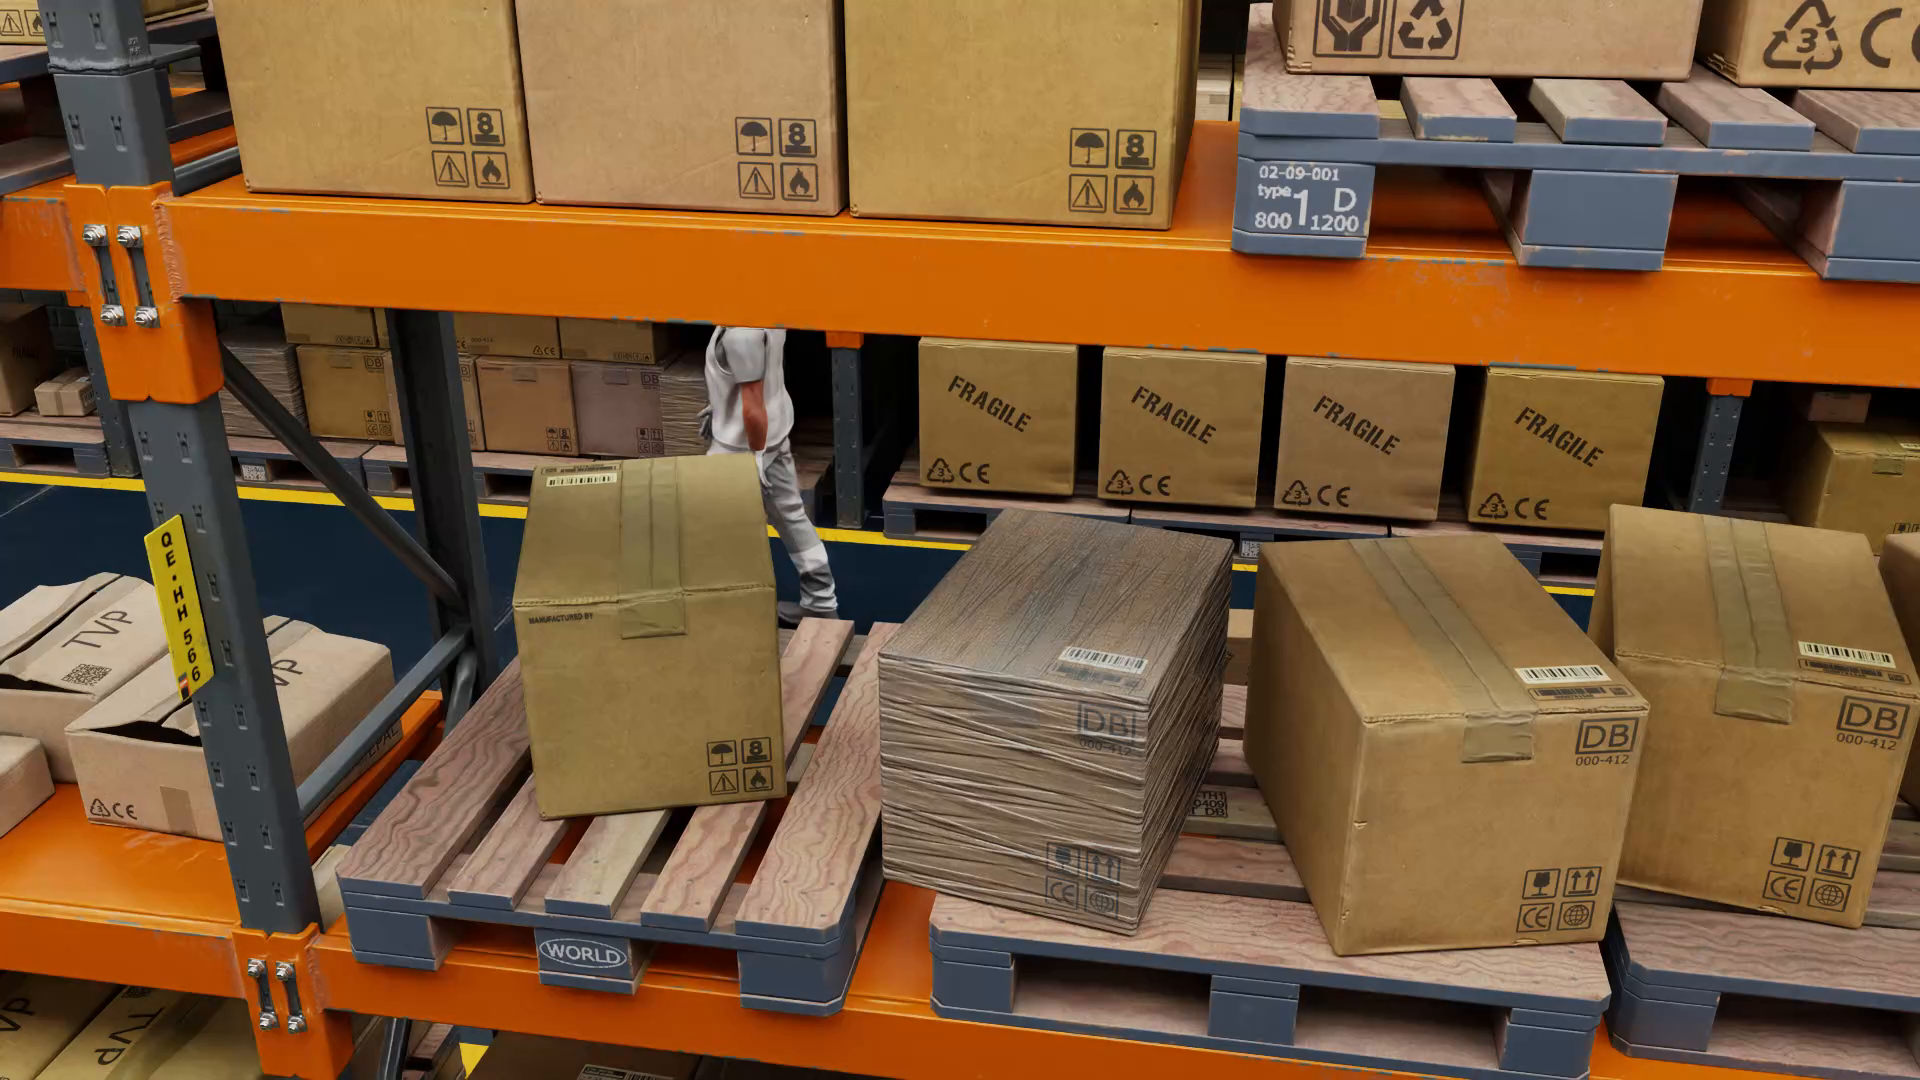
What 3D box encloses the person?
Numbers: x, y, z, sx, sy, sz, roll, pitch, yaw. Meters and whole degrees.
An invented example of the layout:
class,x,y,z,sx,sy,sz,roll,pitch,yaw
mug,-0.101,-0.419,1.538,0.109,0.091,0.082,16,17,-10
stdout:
class,x,y,z,sx,sy,sz,roll,pitch,yaw
person,-0.962,-0.435,7.008,0.865,1.785,0.542,5,25,11
